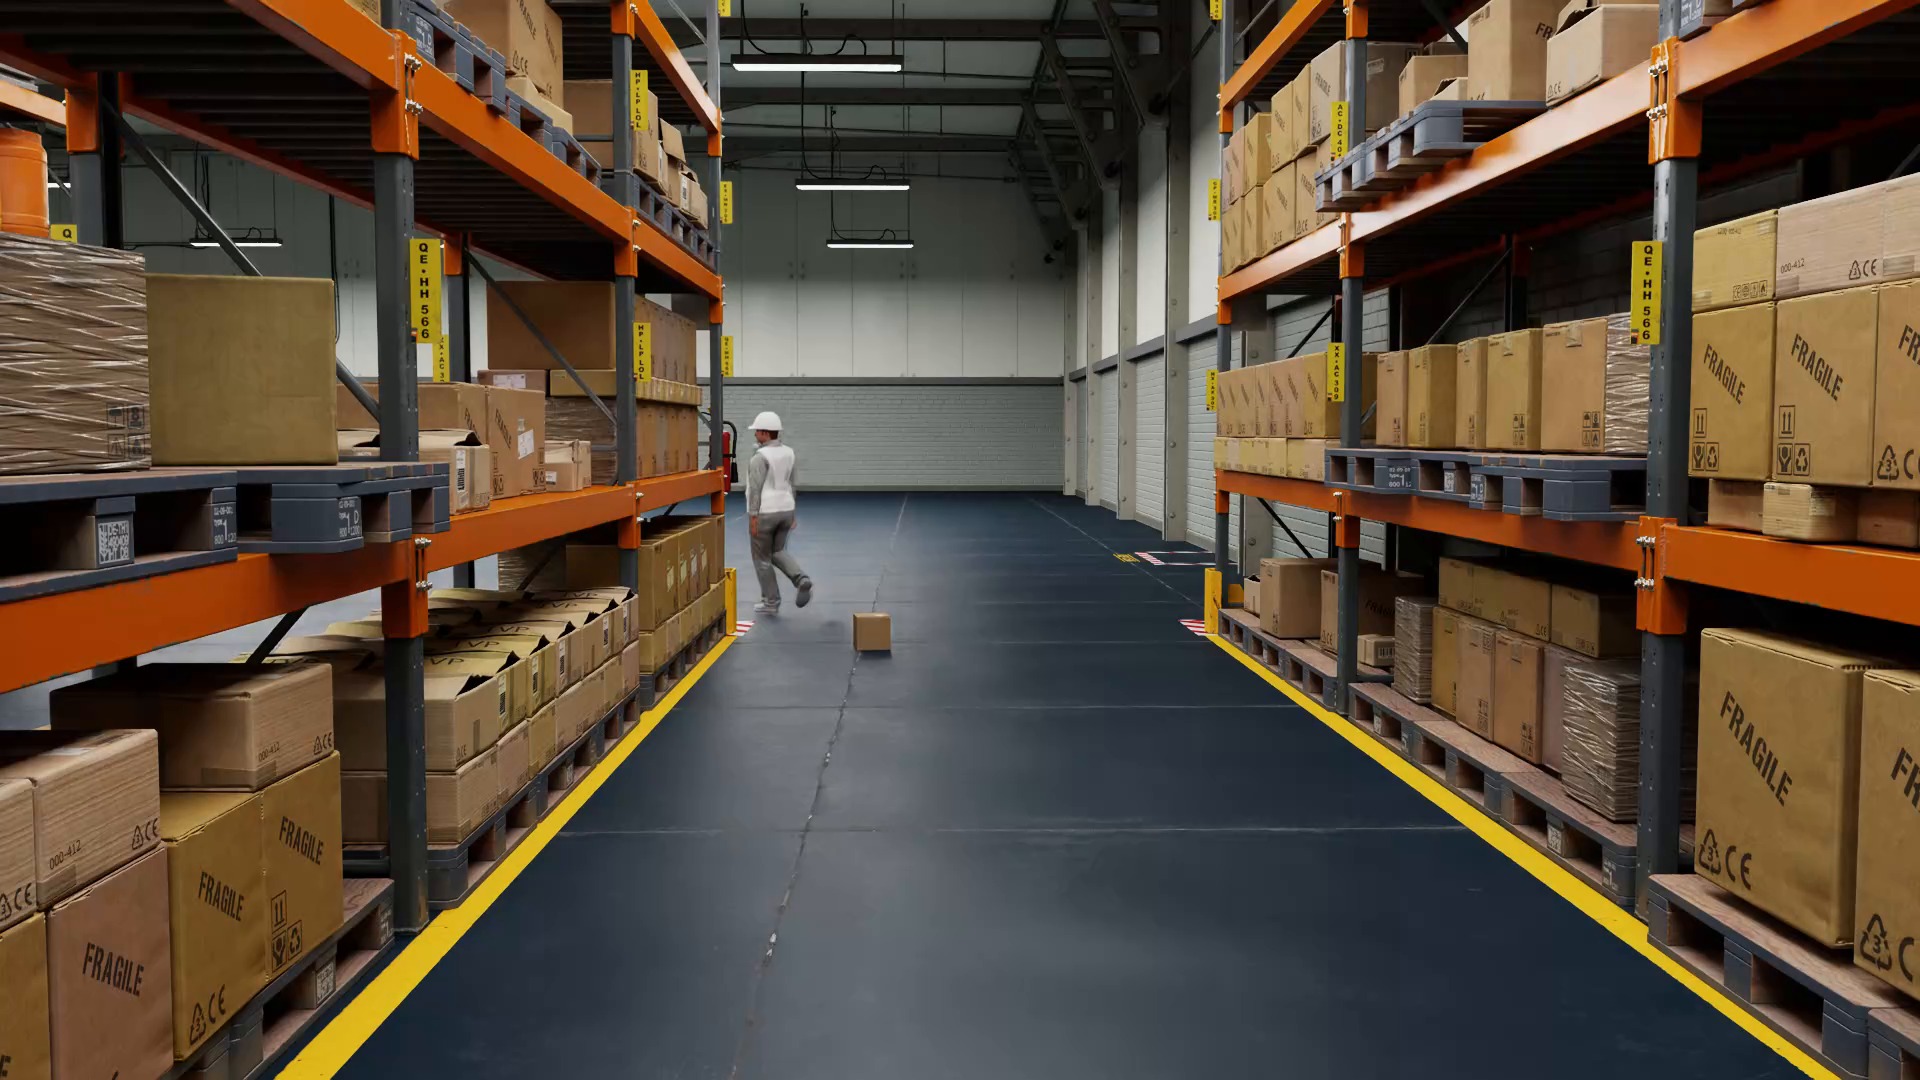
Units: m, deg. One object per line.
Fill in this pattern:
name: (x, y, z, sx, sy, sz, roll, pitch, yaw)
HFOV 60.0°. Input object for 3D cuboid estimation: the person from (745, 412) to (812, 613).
person: (-1.623, -0.234, 14.432, 0.580, 1.754, 0.590, 3, 5, 38)
